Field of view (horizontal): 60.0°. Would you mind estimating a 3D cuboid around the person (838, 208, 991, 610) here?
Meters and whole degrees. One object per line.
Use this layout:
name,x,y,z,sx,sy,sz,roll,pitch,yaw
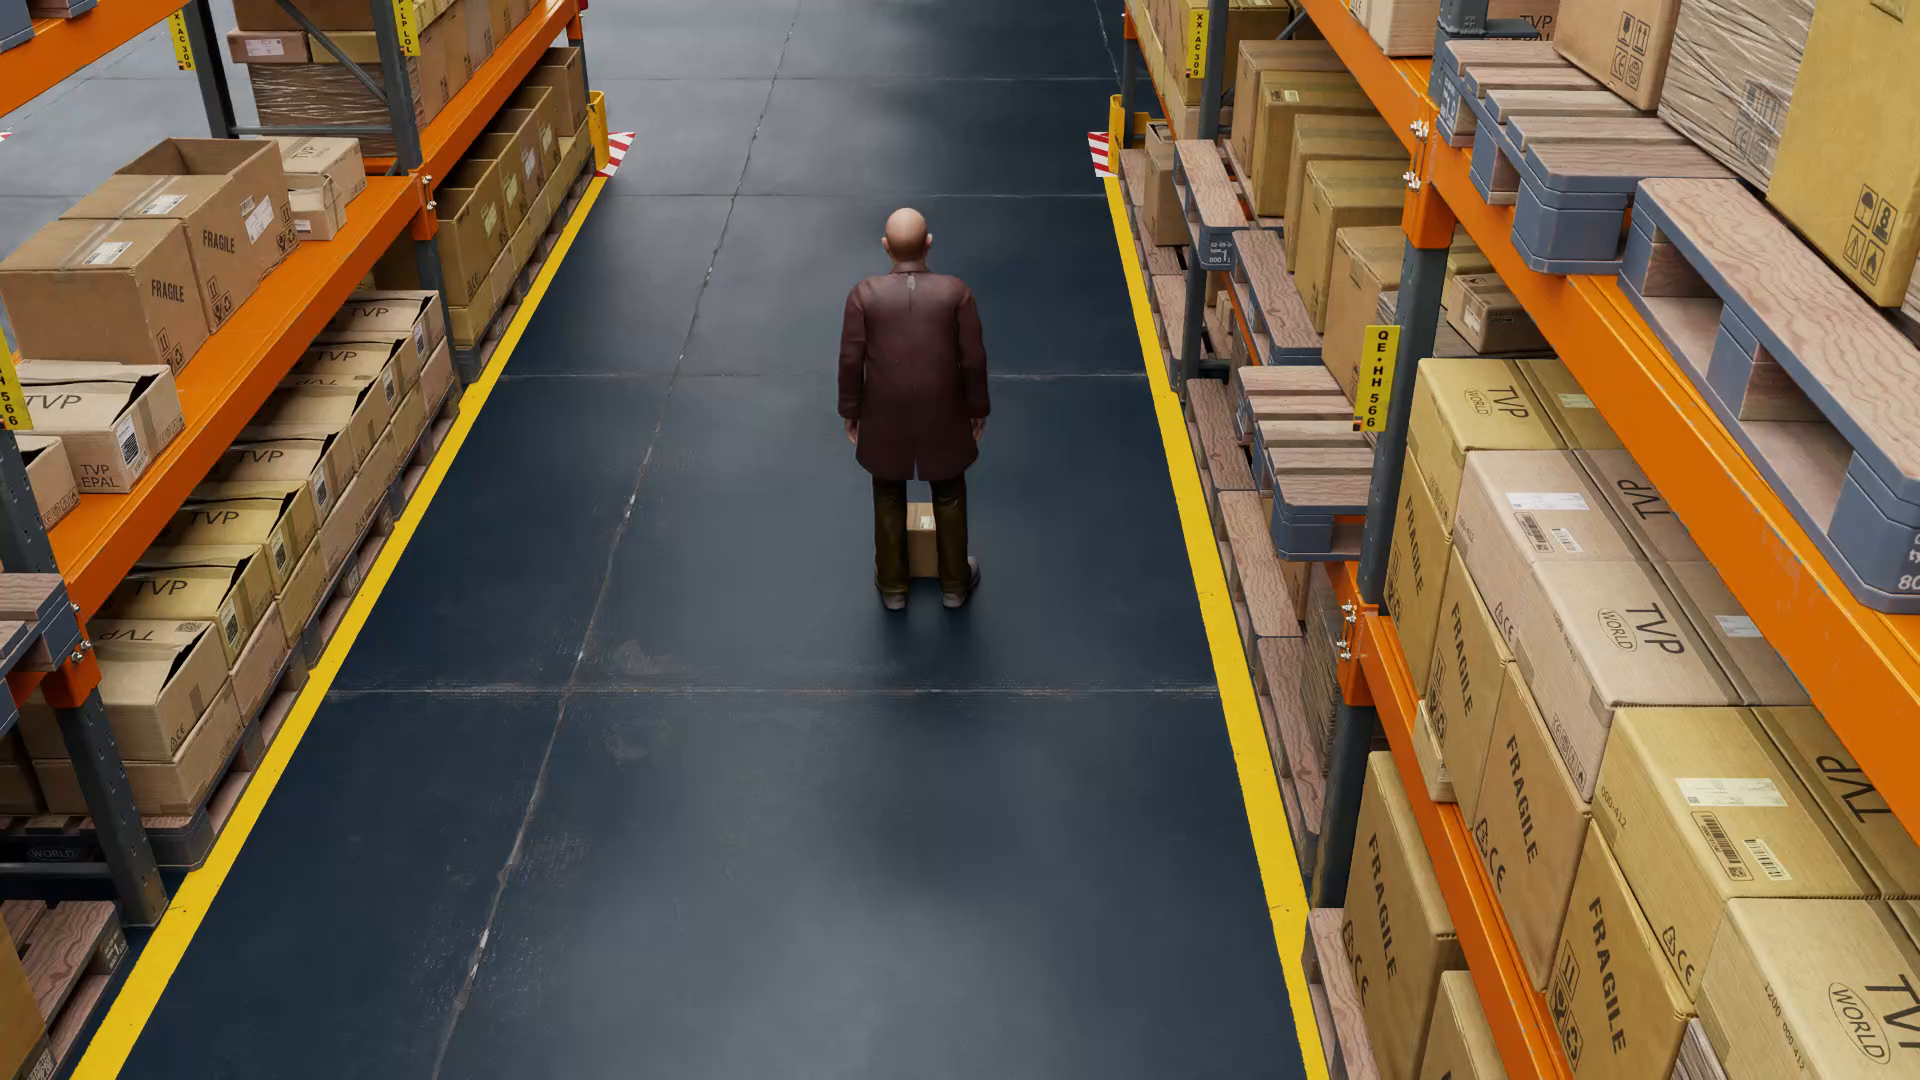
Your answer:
person,-0.192,-0.527,7.021,0.644,1.774,0.420,0,31,-1
